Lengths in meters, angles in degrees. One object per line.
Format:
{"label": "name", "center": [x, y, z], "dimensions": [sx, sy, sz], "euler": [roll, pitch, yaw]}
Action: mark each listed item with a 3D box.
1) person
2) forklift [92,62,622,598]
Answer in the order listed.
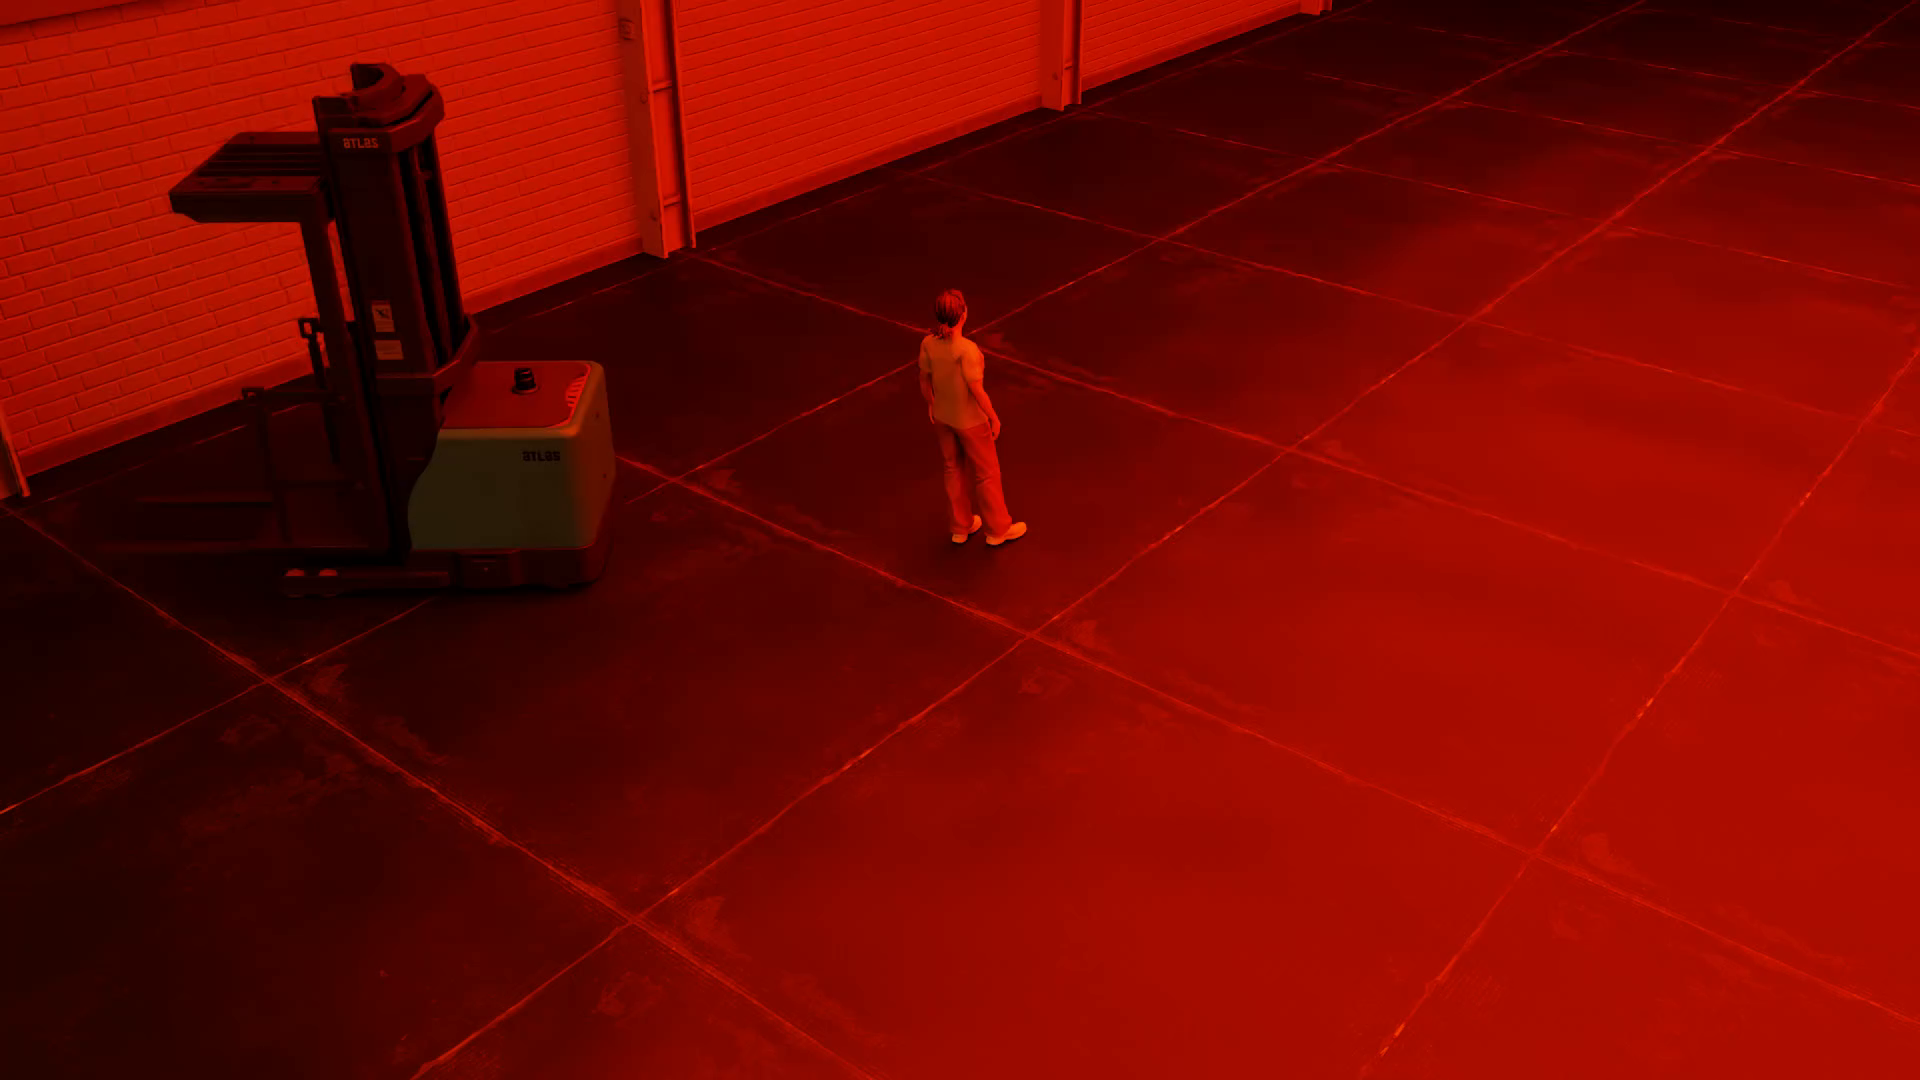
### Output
{"label": "person", "center": [0.056, -0.755, 10.117], "dimensions": [0.552, 1.674, 0.548], "euler": [22, 37, 33]}
{"label": "forklift", "center": [-3.686, -1.193, 9.636], "dimensions": [3.031, 2.935, 1.130], "euler": [-1, 30, -1]}
